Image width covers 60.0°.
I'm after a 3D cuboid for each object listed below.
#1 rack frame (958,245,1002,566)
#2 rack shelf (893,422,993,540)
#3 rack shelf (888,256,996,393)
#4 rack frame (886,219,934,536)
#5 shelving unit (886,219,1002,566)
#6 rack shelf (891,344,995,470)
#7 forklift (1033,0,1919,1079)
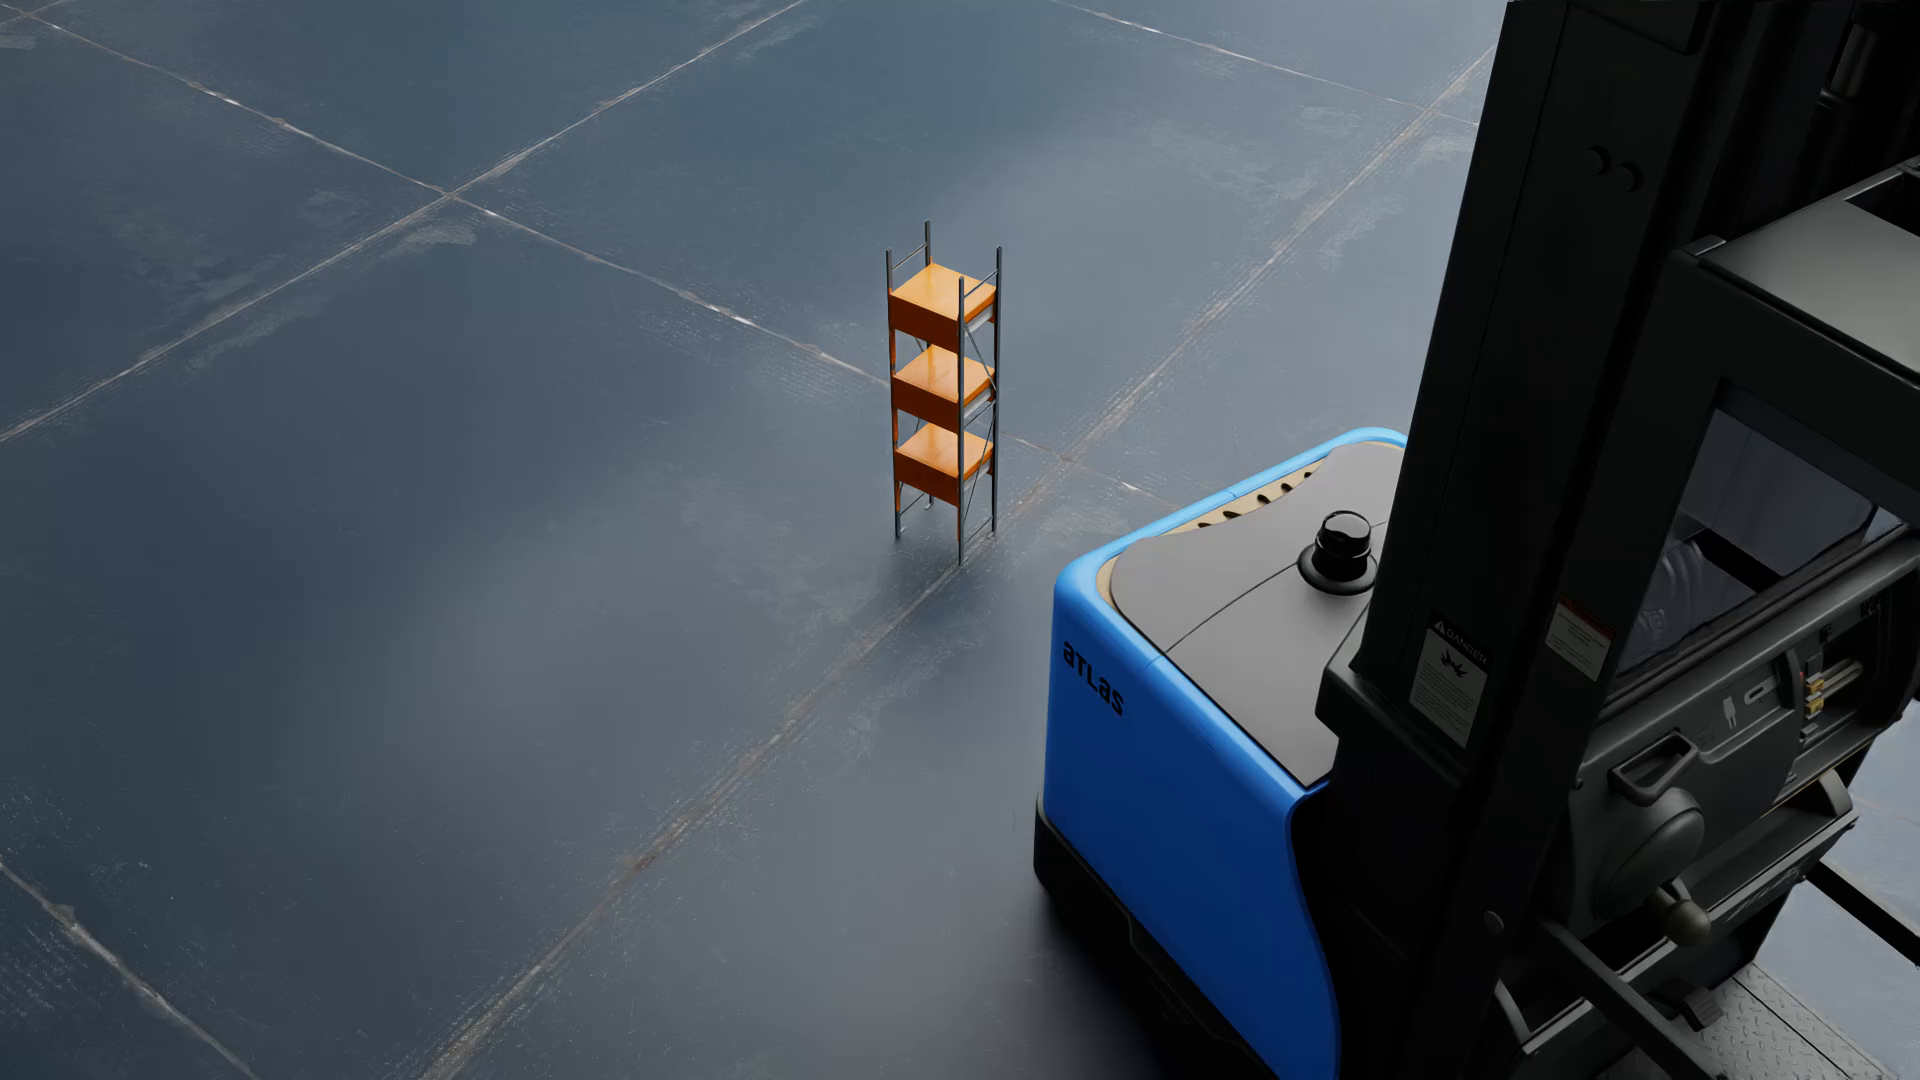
[{"bbox_3d":[0.056,-0.365,4.871,0.008,1.050,0.200,25,48,25],"label":"rack frame"},{"bbox_3d":[-0.044,-0.197,5.115,0.240,0.259,0.215,25,48,25],"label":"rack shelf"},{"bbox_3d":[-0.044,-0.615,4.741,0.240,0.259,0.215,25,48,25],"label":"rack shelf"},{"bbox_3d":[-0.144,-0.458,4.975,0.008,1.050,0.200,25,48,25],"label":"rack frame"},{"bbox_3d":[-0.044,-0.412,4.923,0.252,1.050,0.215,25,48,25],"label":"shelving unit"},{"bbox_3d":[-0.044,-0.404,4.930,0.240,0.259,0.215,25,48,25],"label":"rack shelf"},{"bbox_3d":[1.421,0.410,2.594,1.130,2.935,3.031,-24,47,-24],"label":"forklift"}]
